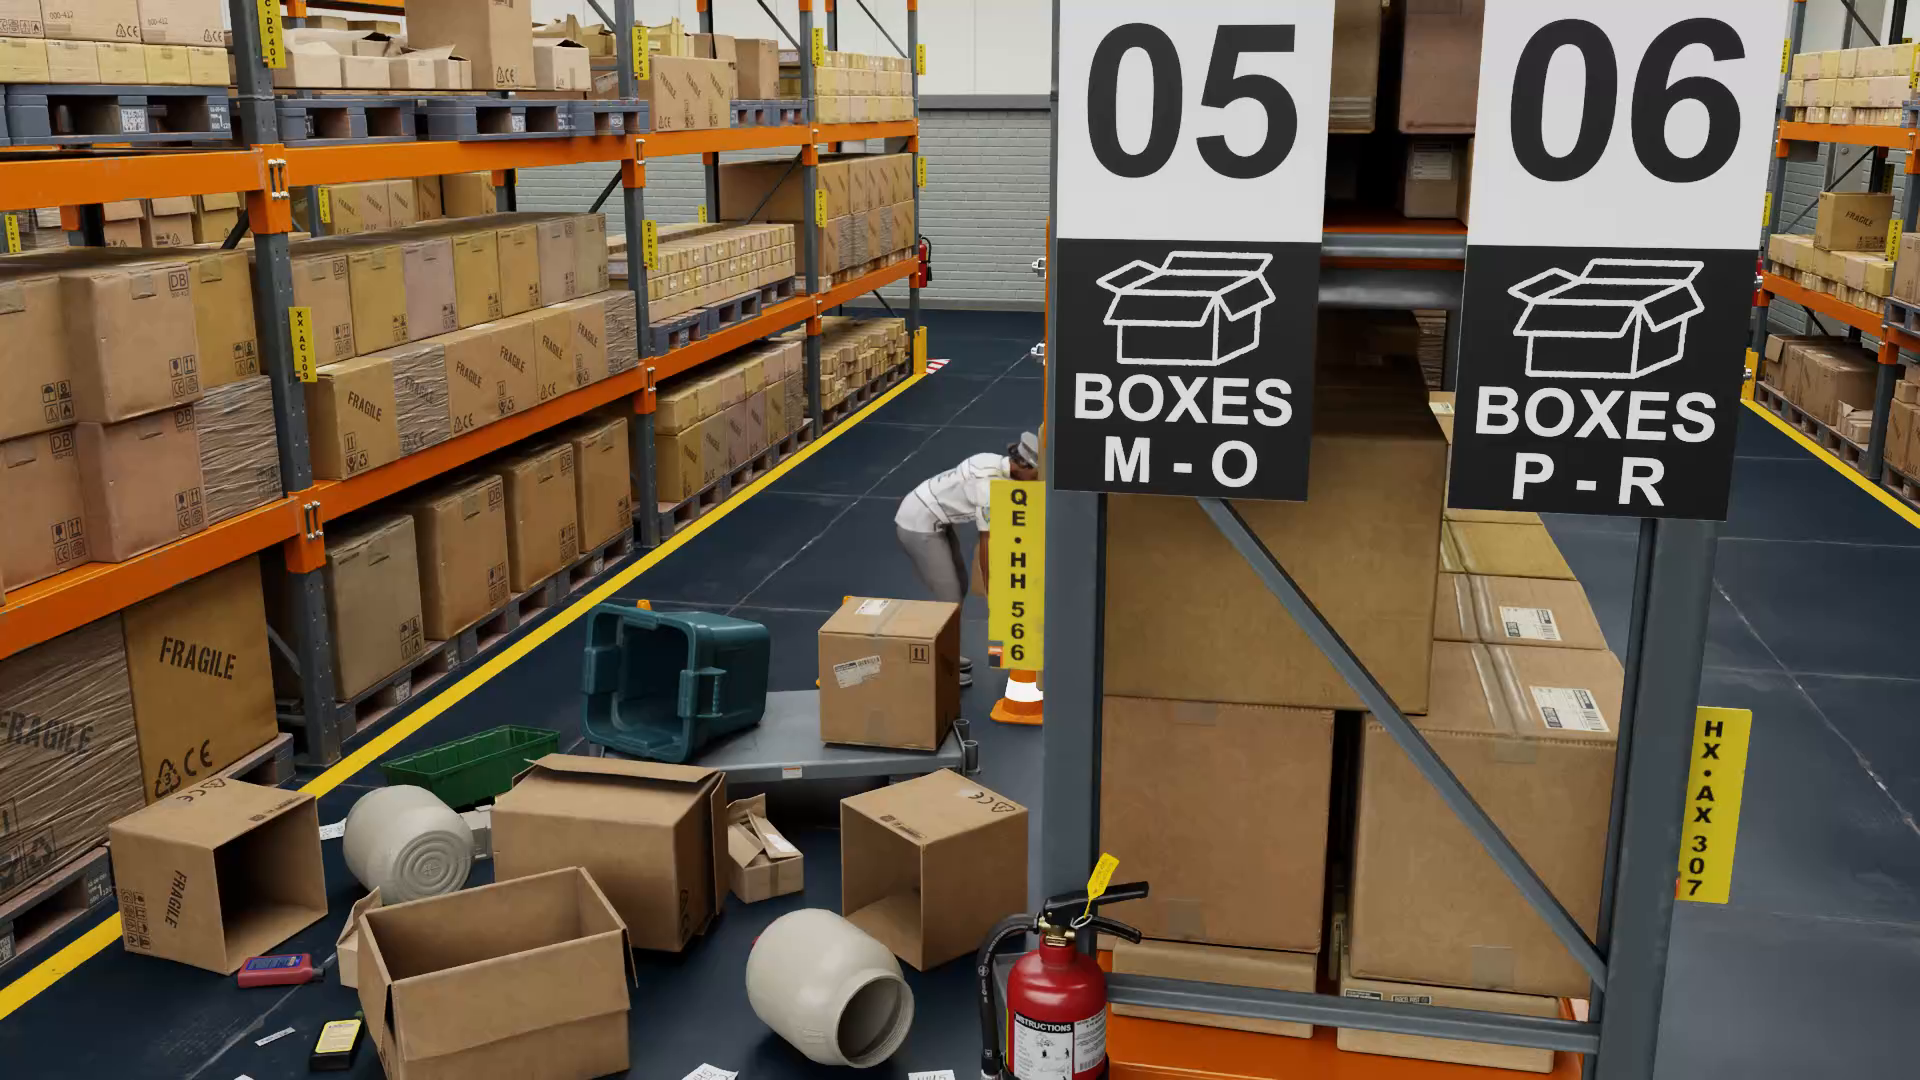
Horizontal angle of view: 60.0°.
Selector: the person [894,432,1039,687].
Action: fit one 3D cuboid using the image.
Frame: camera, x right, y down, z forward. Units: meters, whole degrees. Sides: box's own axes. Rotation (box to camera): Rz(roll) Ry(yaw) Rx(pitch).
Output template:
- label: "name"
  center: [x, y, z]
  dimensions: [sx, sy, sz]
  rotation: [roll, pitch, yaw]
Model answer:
- label: "person"
  center: [0.095, 0.093, 8.791]
  dimensions: [0.873, 1.350, 0.411]
  rotation: [3, 15, 10]
